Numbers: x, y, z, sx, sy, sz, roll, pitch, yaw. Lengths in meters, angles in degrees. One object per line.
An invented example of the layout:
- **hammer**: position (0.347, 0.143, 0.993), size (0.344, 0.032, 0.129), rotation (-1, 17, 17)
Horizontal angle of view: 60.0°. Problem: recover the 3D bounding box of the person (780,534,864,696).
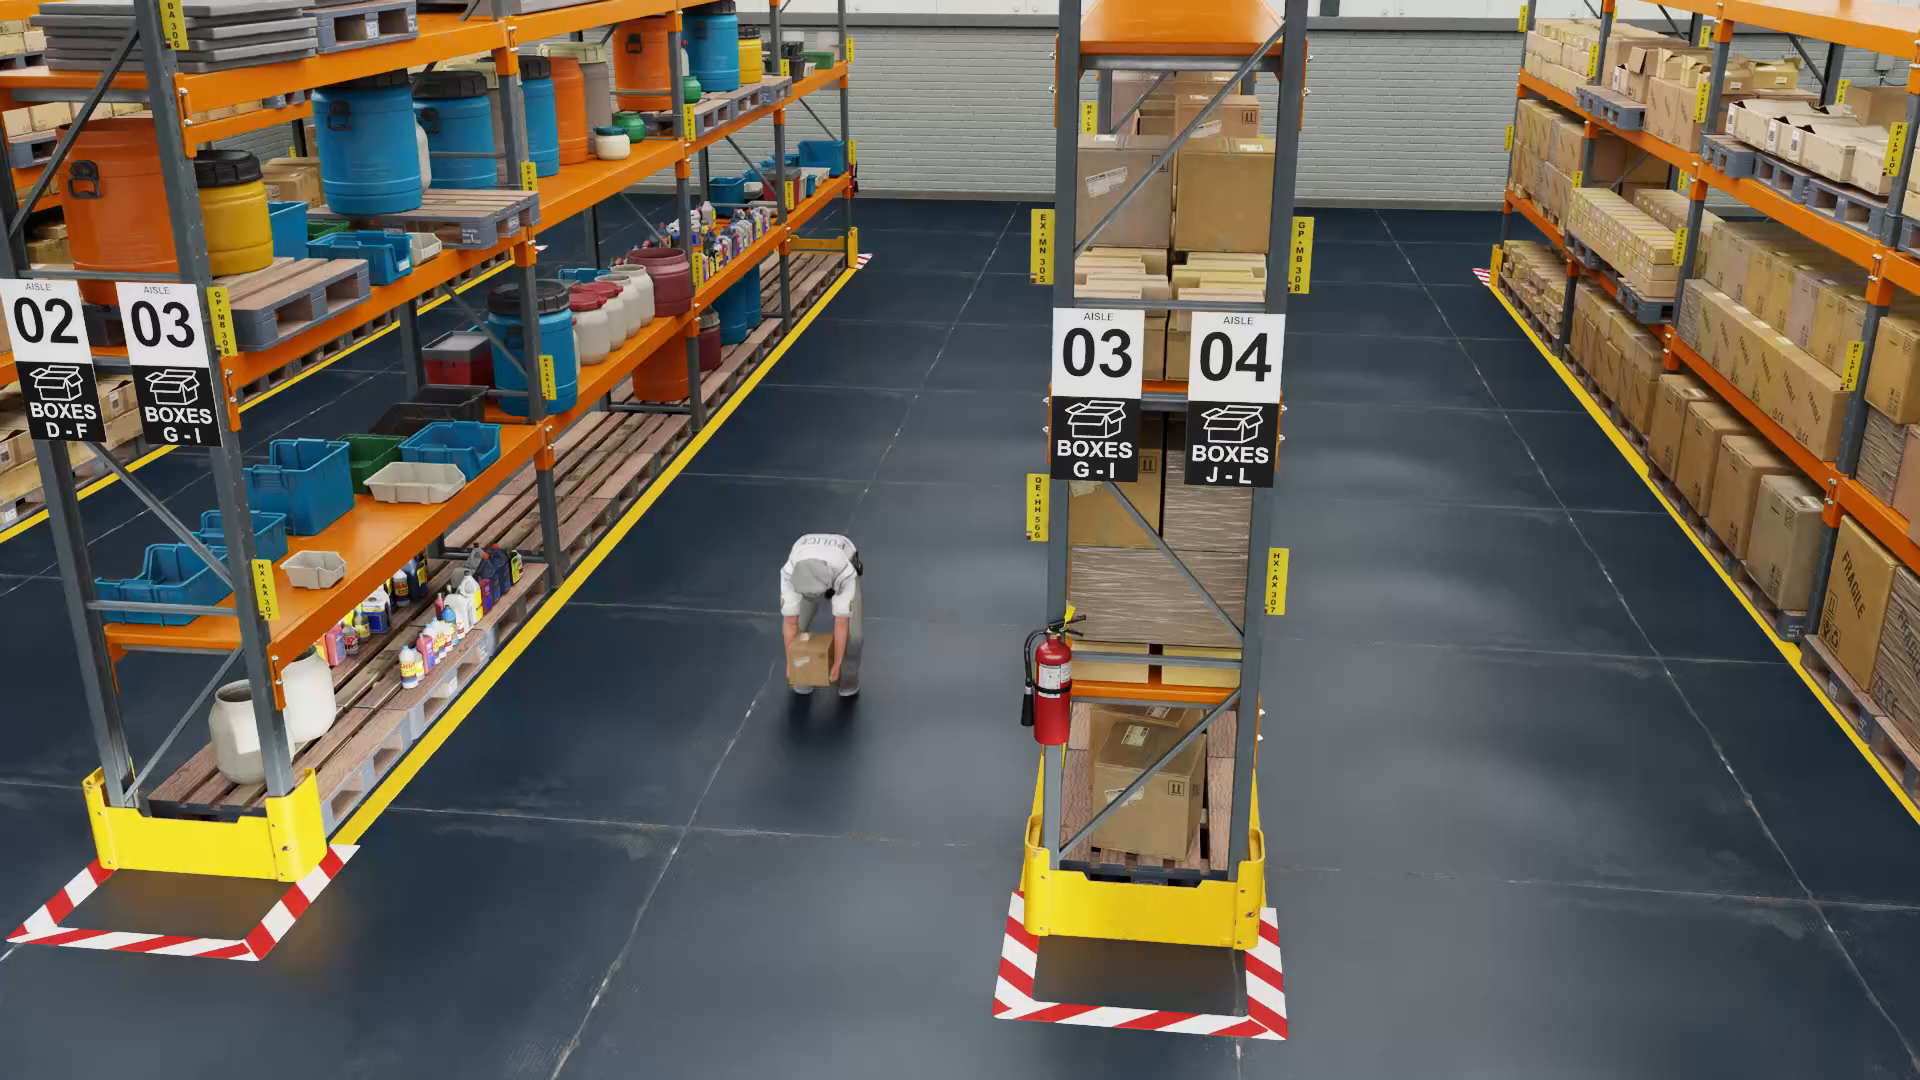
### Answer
- **person**: position (-0.889, 0.514, 10.612), size (0.530, 1.125, 1.032), rotation (1, 21, 4)
